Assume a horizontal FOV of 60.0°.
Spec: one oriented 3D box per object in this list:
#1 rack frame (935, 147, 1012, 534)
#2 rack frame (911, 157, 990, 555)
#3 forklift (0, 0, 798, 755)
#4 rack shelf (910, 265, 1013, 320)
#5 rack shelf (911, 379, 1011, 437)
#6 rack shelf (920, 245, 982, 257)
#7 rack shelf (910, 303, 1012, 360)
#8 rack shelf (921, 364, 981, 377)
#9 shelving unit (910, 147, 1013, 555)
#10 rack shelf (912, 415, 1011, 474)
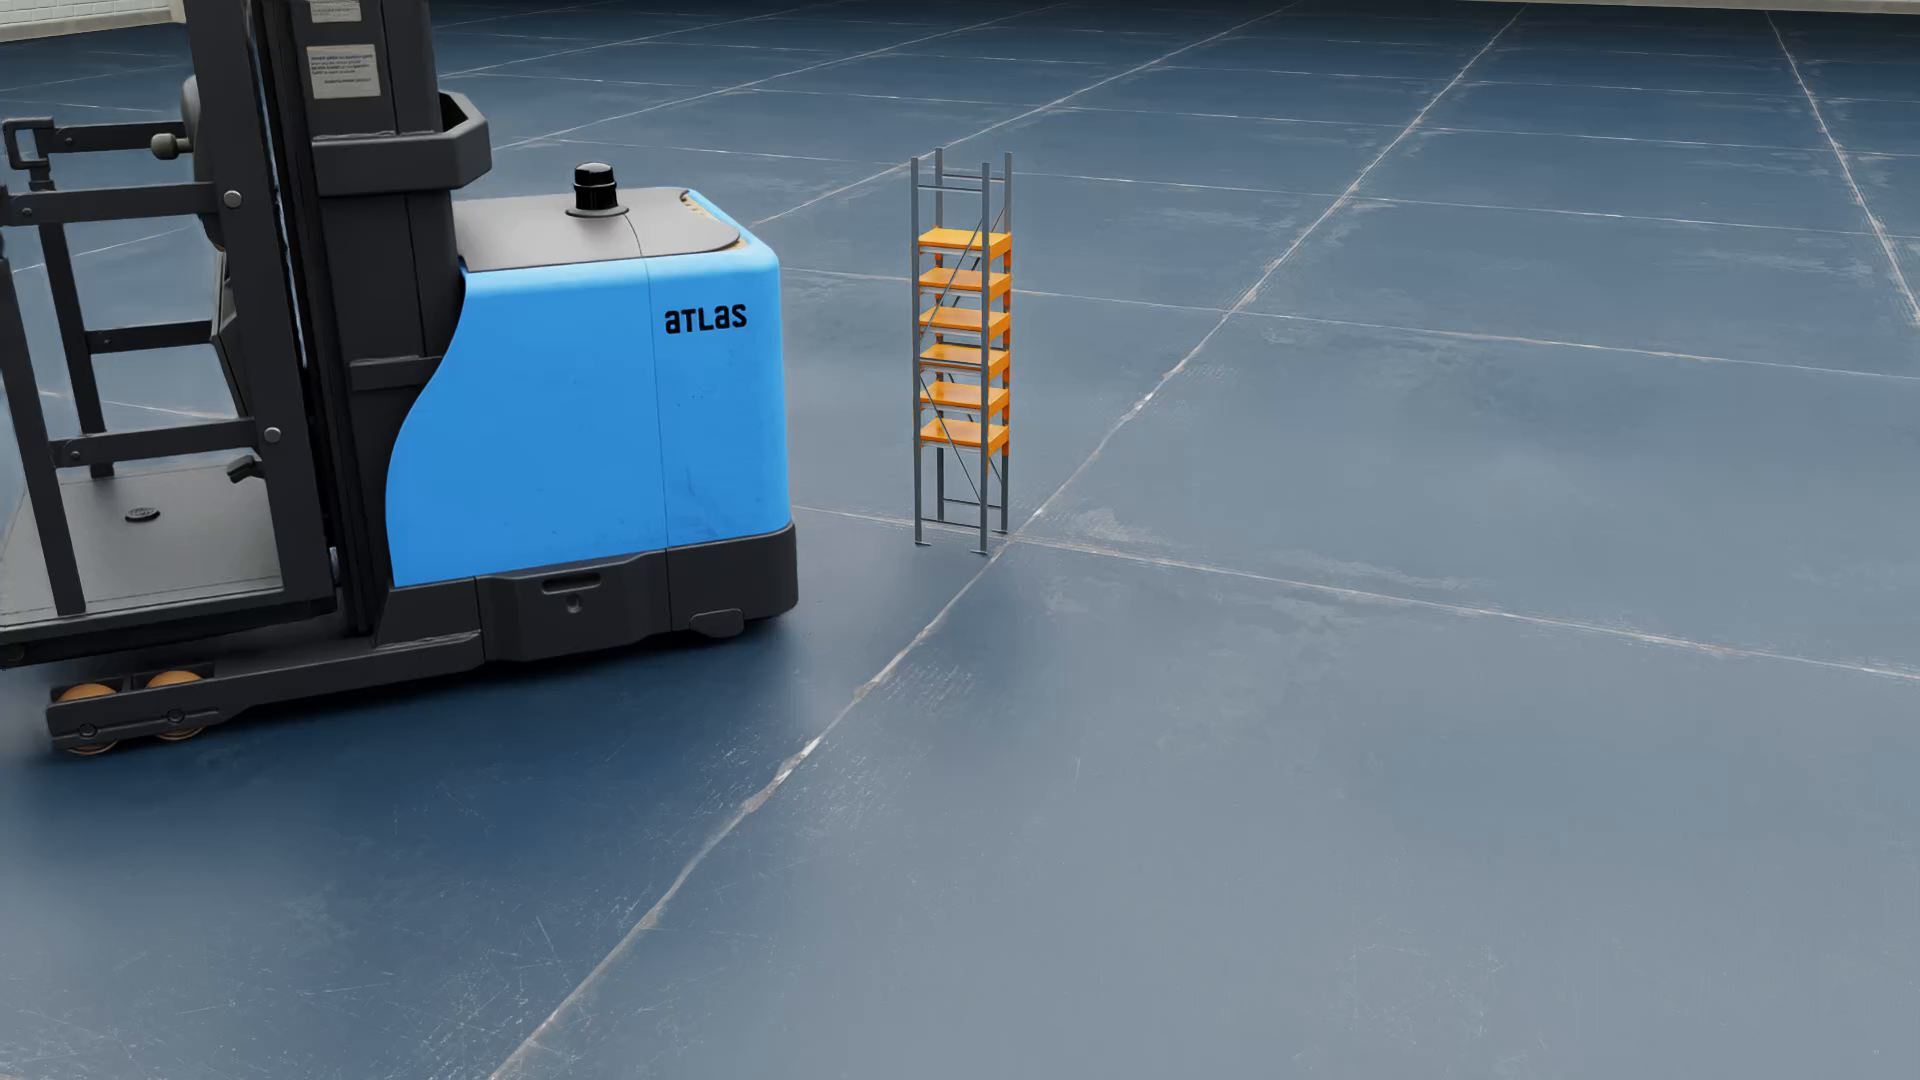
[{"bbox_3d":[0.039,-0.592,5.110,0.240,1.200,0.006,9,24,20],"label":"rack frame"},{"bbox_3d":[-0.029,-0.526,4.953,0.240,1.200,0.006,9,24,20],"label":"rack frame"},{"bbox_3d":[-2.022,-1.024,4.014,3.031,2.843,1.129,-9,24,-20],"label":"forklift"},{"bbox_3d":[0.005,-0.739,4.956,0.258,0.103,0.180,9,24,20],"label":"rack shelf"},{"bbox_3d":[0.005,-0.407,5.095,0.258,0.103,0.180,9,24,20],"label":"rack shelf"},{"bbox_3d":[0.005,-0.868,4.902,0.199,0.020,0.166,9,24,20],"label":"rack shelf"},{"bbox_3d":[0.005,-0.629,5.002,0.258,0.103,0.180,9,24,20],"label":"rack shelf"},{"bbox_3d":[0.005,-0.536,5.041,0.199,0.020,0.166,9,24,20],"label":"rack shelf"},{"bbox_3d":[0.005,-0.559,5.031,0.258,1.200,0.189,9,24,20],"label":"shelving unit"},{"bbox_3d":[0.005,-0.296,5.141,0.258,0.103,0.180,9,24,20],"label":"rack shelf"}]
